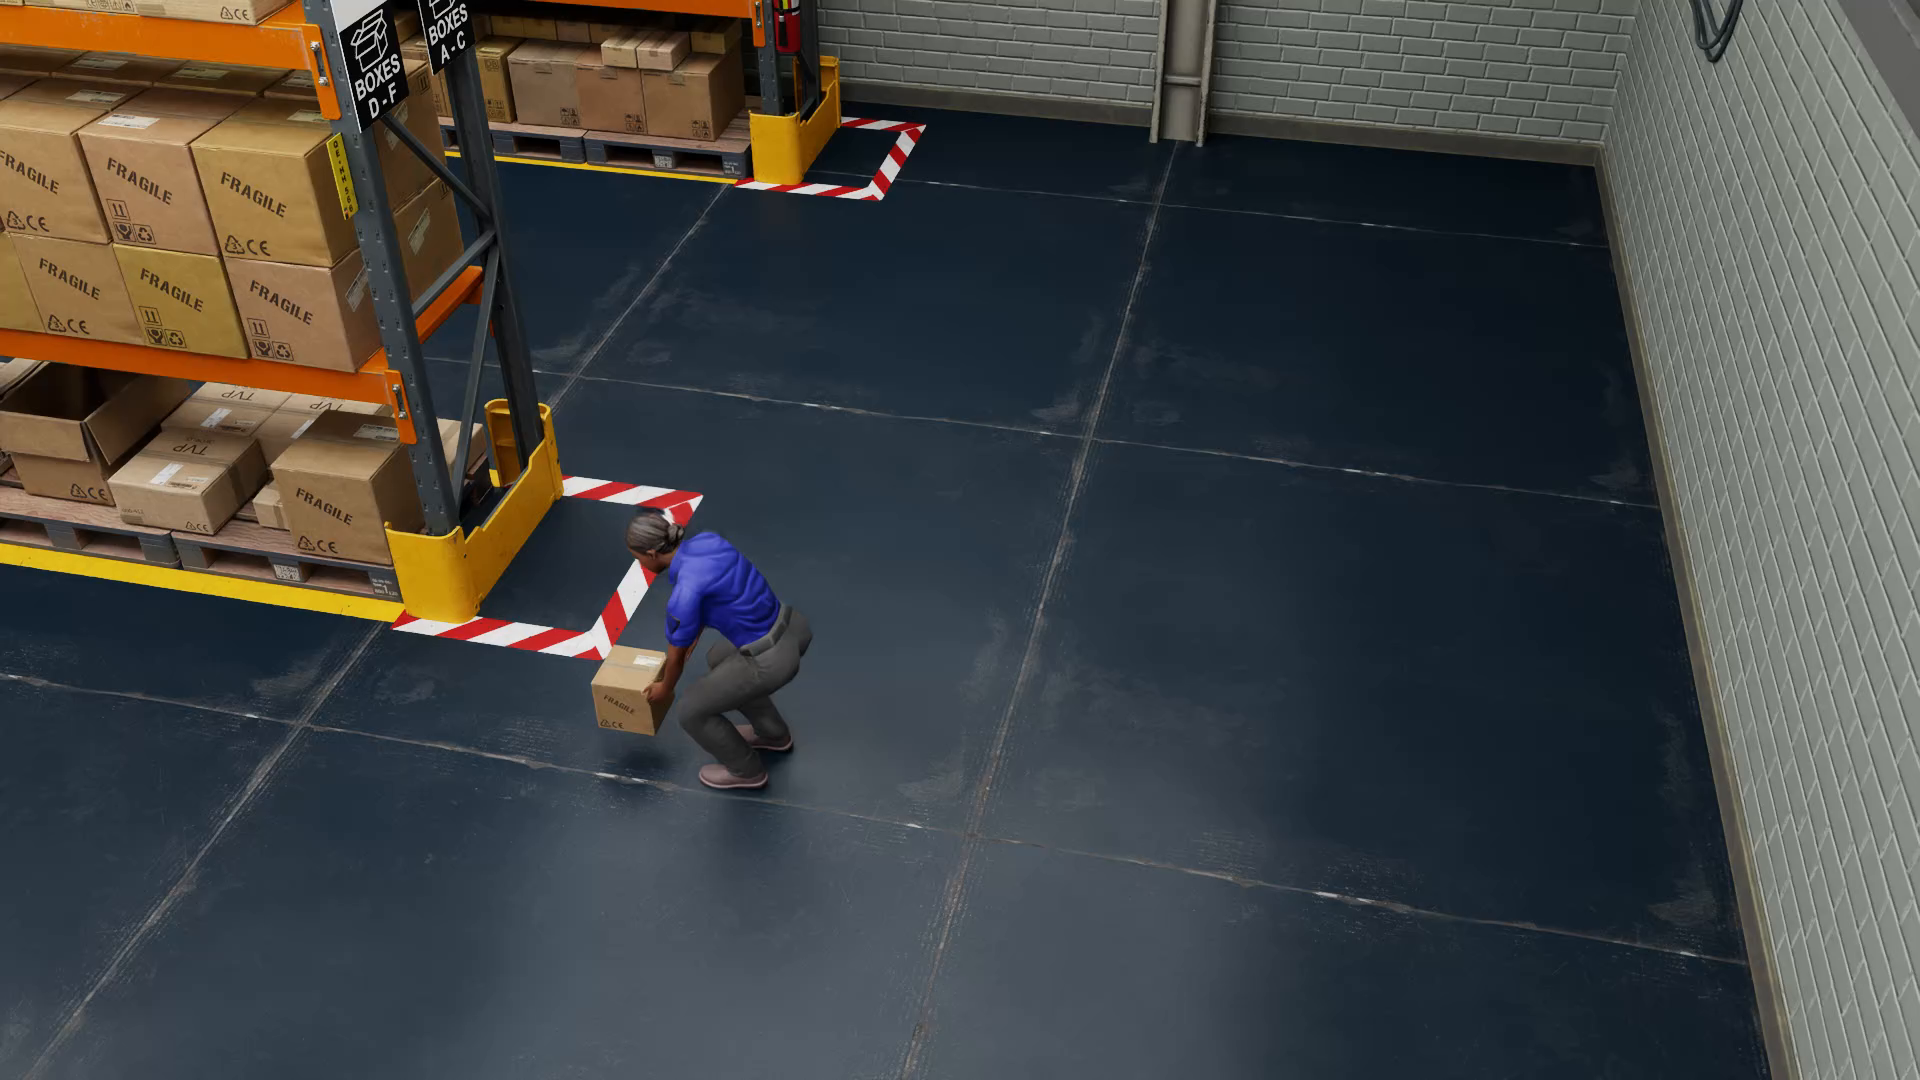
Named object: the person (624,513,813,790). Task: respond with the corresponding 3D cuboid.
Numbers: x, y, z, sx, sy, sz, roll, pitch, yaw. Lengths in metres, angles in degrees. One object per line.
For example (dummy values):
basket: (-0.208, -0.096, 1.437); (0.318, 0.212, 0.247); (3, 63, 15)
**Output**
person: (-0.953, 0.455, 6.685); (0.682, 1.277, 0.497); (8, 37, 10)
